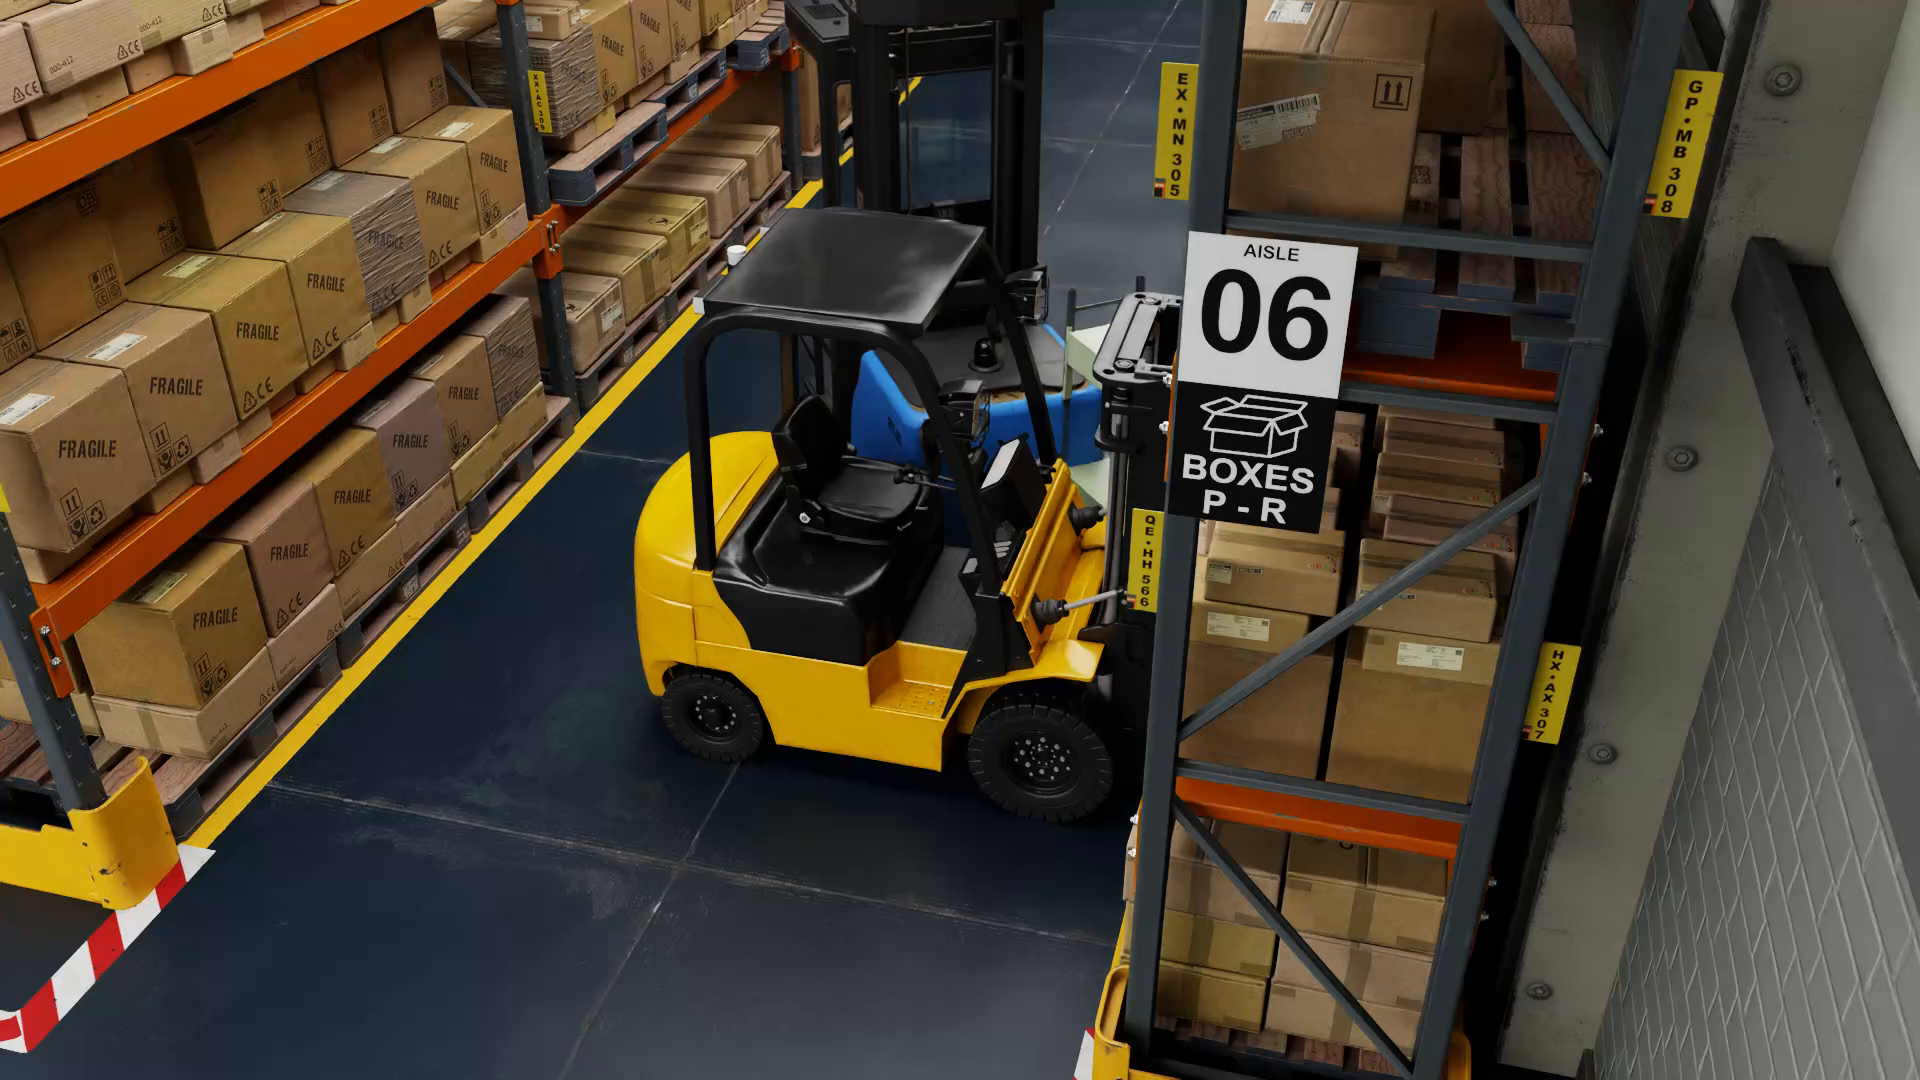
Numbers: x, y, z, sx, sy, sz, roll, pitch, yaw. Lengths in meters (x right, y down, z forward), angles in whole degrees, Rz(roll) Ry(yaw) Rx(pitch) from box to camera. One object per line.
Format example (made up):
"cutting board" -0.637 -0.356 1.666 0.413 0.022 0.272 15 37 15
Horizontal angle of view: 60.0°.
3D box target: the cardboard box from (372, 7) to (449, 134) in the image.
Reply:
"cardboard box" -3.072 -2.411 8.445 0.700 0.500 0.500 8 33 12

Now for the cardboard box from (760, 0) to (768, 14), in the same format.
"cardboard box" -1.590 -3.816 11.800 0.380 0.149 0.250 9 33 13

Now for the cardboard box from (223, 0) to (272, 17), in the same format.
"cardboard box" -2.987 -2.292 6.626 0.500 0.250 0.500 9 33 13

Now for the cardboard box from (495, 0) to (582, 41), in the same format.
"cardboard box" -2.290 -2.835 9.047 0.380 0.149 0.250 8 33 12

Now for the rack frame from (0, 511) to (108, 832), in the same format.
"rack frame" -3.766 0.055 5.867 1.000 3.000 0.127 8 33 12

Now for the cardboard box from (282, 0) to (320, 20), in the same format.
"cardboard box" -2.959 -2.320 7.042 0.380 0.149 0.250 9 33 13

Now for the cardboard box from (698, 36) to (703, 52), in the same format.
"cardboard box" -1.924 -3.292 10.975 0.380 0.149 0.250 8 33 13

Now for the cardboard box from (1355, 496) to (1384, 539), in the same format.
"cardboard box" 1.445 0.005 5.249 0.380 0.149 0.250 7 33 12

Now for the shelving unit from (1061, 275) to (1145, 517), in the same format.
"shelving unit" 0.823 -0.363 7.710 0.431 1.500 0.755 -14 35 -23

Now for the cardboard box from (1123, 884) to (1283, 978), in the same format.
"cardboard box" 0.857 1.206 5.763 0.500 0.250 0.500 8 33 12

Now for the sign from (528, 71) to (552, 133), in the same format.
"sign" -2.224 -2.316 8.790 0.100 0.325 0.005 8 33 12

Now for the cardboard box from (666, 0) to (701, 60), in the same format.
"cardboard box" -1.969 -3.353 10.466 0.500 0.500 0.500 7 33 10

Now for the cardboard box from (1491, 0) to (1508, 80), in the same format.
"cardboard box" 1.455 -1.879 5.533 0.797 0.503 0.637 9 34 14

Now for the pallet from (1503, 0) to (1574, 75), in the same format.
"pallet" 1.860 -2.129 6.590 1.003 0.211 1.213 8 33 12

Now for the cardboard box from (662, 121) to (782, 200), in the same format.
"cardboard box" -1.889 -2.873 12.531 0.950 0.372 0.625 6 33 9

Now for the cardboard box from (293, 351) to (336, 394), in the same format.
"cardboard box" -3.037 -0.789 7.429 0.380 0.149 0.250 7 33 11

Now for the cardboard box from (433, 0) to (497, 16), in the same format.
"cardboard box" -2.731 -2.894 9.744 0.500 0.500 0.500 8 33 13

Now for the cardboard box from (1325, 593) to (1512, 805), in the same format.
"cardboard box" 1.430 0.468 5.125 0.500 0.500 0.500 9 34 14

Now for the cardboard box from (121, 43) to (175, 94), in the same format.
"cardboard box" -3.185 -1.784 6.199 0.380 0.149 0.250 7 33 11

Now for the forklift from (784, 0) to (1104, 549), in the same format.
"forklift" -0.234 -1.714 8.714 1.130 2.935 3.031 -10 34 -16

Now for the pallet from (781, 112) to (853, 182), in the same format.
"pallet" -1.463 -3.318 13.773 1.003 0.211 1.213 8 33 12

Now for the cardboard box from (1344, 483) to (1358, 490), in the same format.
"cardboard box" 1.177 -0.138 6.078 0.500 0.500 0.500 7 33 11

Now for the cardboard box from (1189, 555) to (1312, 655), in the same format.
"cardboard box" 0.853 0.195 4.950 0.380 0.149 0.250 8 33 13

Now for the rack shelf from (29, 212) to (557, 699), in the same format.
"rack shelf" -3.259 -0.679 7.693 1.077 0.370 4.000 8 33 12

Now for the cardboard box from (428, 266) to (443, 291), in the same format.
"cardboard box" -2.813 -1.324 8.271 0.380 0.149 0.250 8 33 12

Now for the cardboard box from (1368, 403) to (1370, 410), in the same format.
"cardboard box" 1.949 -0.595 6.797 0.500 0.500 0.500 7 33 11

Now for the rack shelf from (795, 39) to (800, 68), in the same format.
"rack shelf" -1.228 -4.831 14.223 1.077 0.370 4.000 8 33 12

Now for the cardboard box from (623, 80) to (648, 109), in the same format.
"cardboard box" -2.129 -2.749 10.121 0.380 0.149 0.250 9 33 13

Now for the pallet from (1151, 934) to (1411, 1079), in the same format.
"pallet" 1.190 1.503 6.189 1.003 0.211 1.213 8 33 12

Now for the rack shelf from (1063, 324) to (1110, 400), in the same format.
"rack shelf" 0.829 -0.694 7.504 0.431 0.370 0.720 -14 35 -23

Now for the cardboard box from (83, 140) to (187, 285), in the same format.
"cardboard box" -3.682 -1.370 6.806 0.700 0.500 0.500 8 33 12

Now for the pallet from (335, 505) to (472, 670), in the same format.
"pallet" -3.195 0.145 8.326 1.003 0.211 1.213 8 33 12

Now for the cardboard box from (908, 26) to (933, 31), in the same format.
"cardboard box" -0.801 -5.120 15.597 0.875 0.875 0.875 9 34 14

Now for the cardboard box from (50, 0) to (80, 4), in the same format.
"cardboard box" -3.171 -1.972 5.751 0.380 0.149 0.250 8 33 12

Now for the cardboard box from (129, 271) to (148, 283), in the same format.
"cardboard box" -3.633 -0.950 7.078 0.500 0.500 0.500 8 33 12

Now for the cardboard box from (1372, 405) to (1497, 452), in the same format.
"cardboard box" 1.600 -0.394 5.599 0.380 0.149 0.250 9 34 14

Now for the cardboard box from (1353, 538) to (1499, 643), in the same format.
"cardboard box" 1.328 0.142 4.755 0.380 0.149 0.250 7 33 11

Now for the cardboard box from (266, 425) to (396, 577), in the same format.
"cardboard box" -3.025 -0.203 7.745 0.500 0.500 0.500 9 33 13

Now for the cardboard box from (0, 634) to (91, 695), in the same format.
"cardboard box" -3.815 0.271 7.001 0.500 0.500 0.500 8 33 13

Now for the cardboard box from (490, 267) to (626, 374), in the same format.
"cardboard box" -2.620 -1.361 10.153 0.950 0.372 0.625 8 33 13

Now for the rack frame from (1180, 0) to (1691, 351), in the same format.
"rack frame" 1.036 -1.803 3.198 1.000 3.000 0.127 8 33 12

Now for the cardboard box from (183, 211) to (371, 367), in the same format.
"cardboard box" -3.000 -1.119 7.344 0.500 0.500 0.500 7 33 11

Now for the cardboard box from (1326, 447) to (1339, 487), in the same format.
"cardboard box" 0.996 -0.199 5.292 0.380 0.149 0.250 9 33 13

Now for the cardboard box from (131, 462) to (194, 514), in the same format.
"cardboard box" -3.284 -0.247 6.576 0.380 0.149 0.250 7 33 11

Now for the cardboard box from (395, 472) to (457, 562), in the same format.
"cardboard box" -2.900 -0.153 8.366 0.500 0.250 0.500 9 33 13

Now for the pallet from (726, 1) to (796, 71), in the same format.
"pallet" -1.814 -3.631 11.845 1.213 0.211 1.003 8 33 12

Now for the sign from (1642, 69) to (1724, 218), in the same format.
"sign" 1.571 -0.860 3.623 0.100 0.325 0.005 8 33 12
